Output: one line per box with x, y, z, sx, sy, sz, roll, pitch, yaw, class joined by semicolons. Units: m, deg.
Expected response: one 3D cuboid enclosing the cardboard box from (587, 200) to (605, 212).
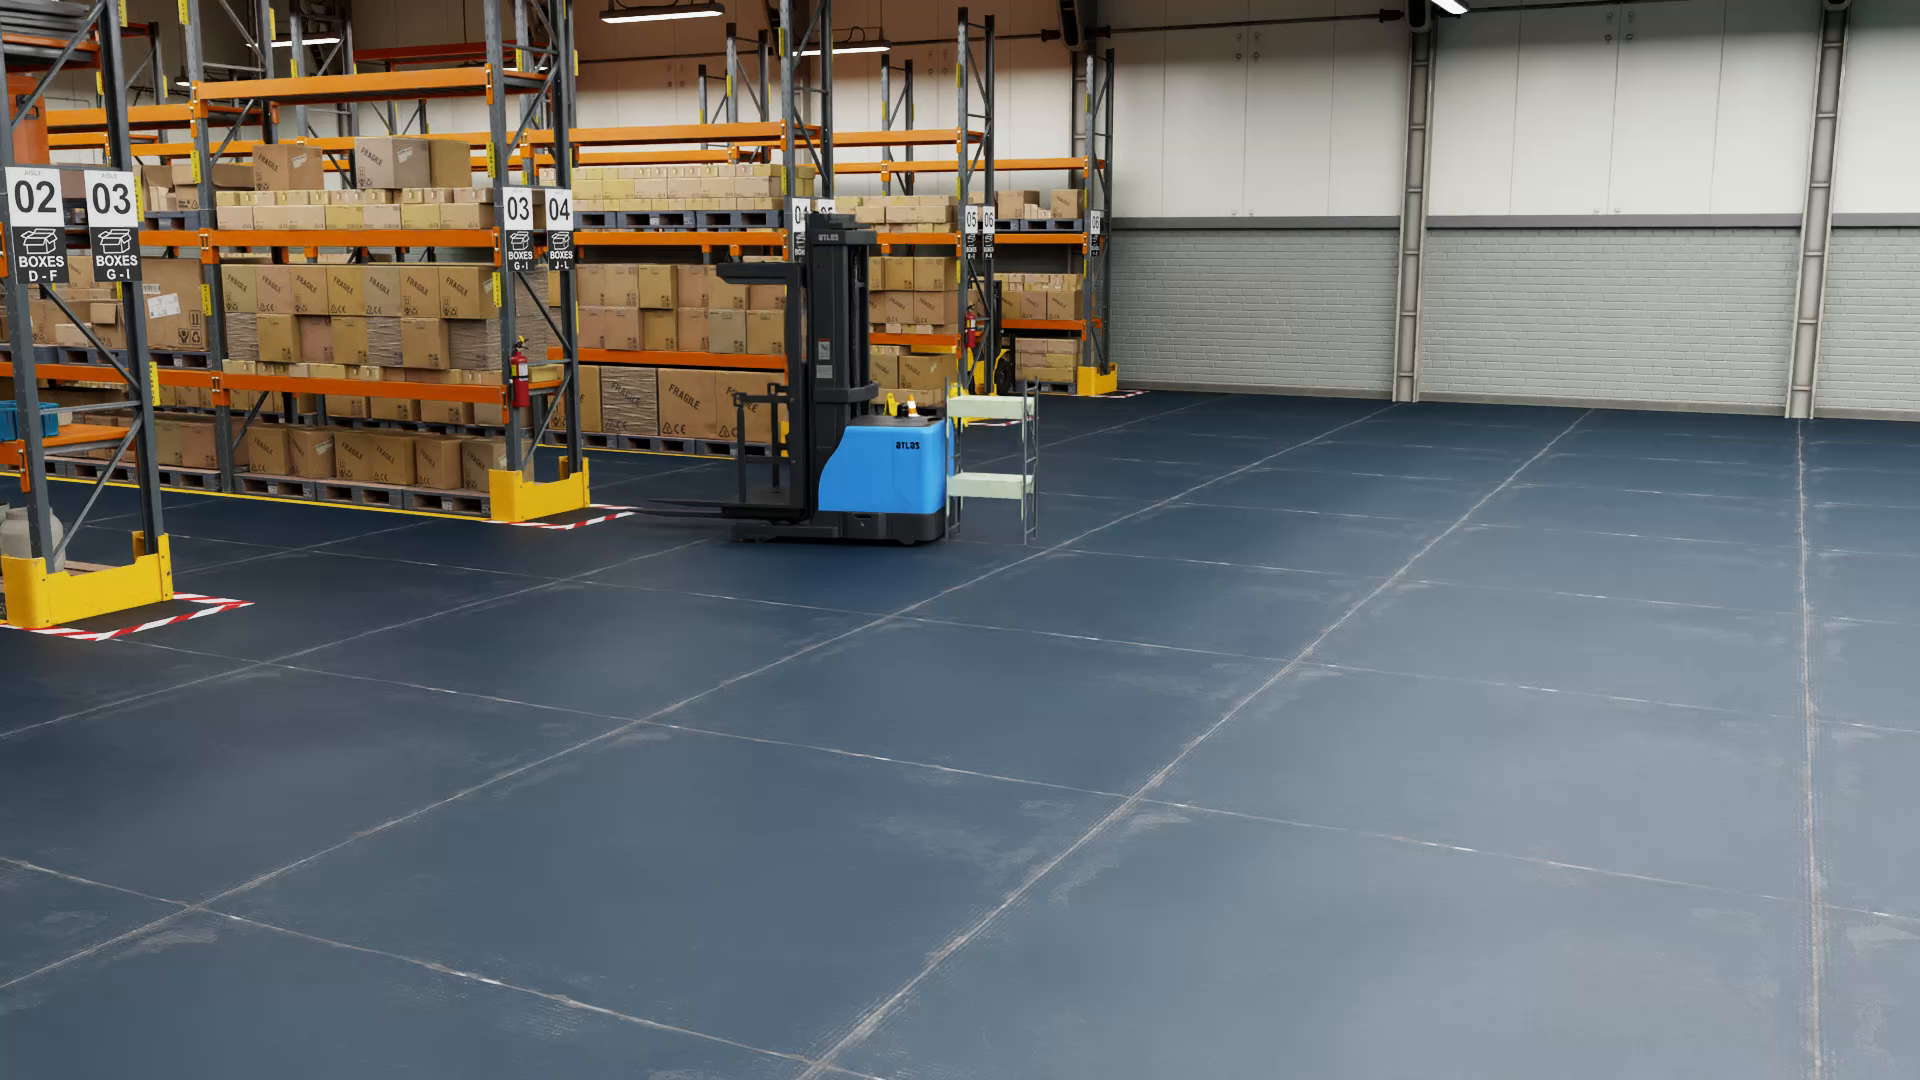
-4.588;-4.308;21.435;0.250;0.149;0.380;5;11;25;cardboard box

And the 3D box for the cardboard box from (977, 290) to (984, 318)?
0.501;-4.286;30.207;0.500;0.500;0.500;5;11;26;cardboard box

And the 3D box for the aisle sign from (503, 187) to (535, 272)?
-4.220;-2.970;15.917;0.004;0.787;0.394;5;11;26;aisle sign

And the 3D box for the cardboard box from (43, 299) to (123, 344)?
-10.270;-2.565;19.522;0.500;0.500;0.700;7;12;34;cardboard box

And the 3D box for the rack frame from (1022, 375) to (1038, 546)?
0.633;-0.718;14.984;0.023;1.500;0.400;3;11;18;rack frame

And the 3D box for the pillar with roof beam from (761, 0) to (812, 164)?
-5.076;-7.055;28.945;0.548;9.000;9.100;5;11;26;pillar with roof beam

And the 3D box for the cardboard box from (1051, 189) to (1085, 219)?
1.931;-5.896;29.222;0.500;0.500;0.500;5;12;28;cardboard box

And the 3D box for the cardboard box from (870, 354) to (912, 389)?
-1.061;-2.611;25.669;0.500;0.500;0.500;6;12;28;cardboard box

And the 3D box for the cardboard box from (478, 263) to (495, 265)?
-7.975;-4.536;28.781;0.500;0.500;0.500;5;12;27;cardboard box

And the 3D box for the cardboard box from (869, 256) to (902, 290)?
-1.266;-4.084;25.449;0.500;0.500;0.700;5;11;25;cardboard box

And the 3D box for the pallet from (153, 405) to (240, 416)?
-11.920;-2.040;25.908;1.213;0.211;1.003;5;11;26;pallet

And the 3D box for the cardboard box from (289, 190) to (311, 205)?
-6.632;-3.500;17.025;0.250;0.149;0.380;5;11;25;cardboard box

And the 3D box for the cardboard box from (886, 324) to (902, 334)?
-0.929;-3.239;25.410;0.250;0.149;0.380;5;12;27;cardboard box

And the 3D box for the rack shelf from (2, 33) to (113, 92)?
-8.128;-3.511;12.506;4.000;0.370;1.077;5;11;26;rack shelf

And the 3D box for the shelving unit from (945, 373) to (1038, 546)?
0.285;-0.738;15.096;0.755;1.500;0.431;3;11;18;shelving unit

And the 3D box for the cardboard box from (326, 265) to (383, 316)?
-6.088;-2.554;16.995;0.500;0.500;0.500;5;11;26;cardboard box

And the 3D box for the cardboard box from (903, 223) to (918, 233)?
-0.662;-4.703;25.074;0.250;0.149;0.380;5;12;28;cardboard box

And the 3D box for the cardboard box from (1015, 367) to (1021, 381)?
0.988;-3.041;30.151;0.500;0.250;0.500;5;11;26;cardboard box

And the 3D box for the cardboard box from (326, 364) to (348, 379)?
-6.319;-1.754;17.204;0.250;0.149;0.380;5;11;26;cardboard box

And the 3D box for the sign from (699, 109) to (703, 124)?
-4.970;-8.113;31.943;0.005;0.325;0.100;5;11;26;sign

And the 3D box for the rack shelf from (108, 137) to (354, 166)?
-10.825;-5.717;24.692;4.000;0.370;1.077;5;11;26;rack shelf

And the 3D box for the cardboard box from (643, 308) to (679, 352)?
-3.653;-2.763;21.650;0.500;0.550;0.875;5;11;26;cardboard box

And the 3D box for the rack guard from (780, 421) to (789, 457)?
-1.836;-1.296;20.985;0.348;0.500;1.175;5;11;26;rack guard

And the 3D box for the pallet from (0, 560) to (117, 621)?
-7.149;0.356;12.668;1.213;0.211;1.003;5;11;26;pallet

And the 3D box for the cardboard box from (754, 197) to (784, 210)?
-2.305;-4.108;20.328;0.250;0.149;0.380;5;11;26;cardboard box

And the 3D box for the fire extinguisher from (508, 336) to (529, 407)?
-4.244;-1.623;15.991;0.183;0.674;0.296;5;11;26;fire extinguisher

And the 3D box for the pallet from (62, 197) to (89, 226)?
-7.033;-2.416;12.266;1.213;0.211;1.003;5;11;26;pallet

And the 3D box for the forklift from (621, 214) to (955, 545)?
-1.615;-1.507;15.328;3.031;2.935;1.130;2;10;11;forklift

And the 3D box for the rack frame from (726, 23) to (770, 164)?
-3.345;-6.593;26.393;0.127;3.000;1.000;5;11;26;rack frame

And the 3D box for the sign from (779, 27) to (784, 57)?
-2.110;-5.893;19.676;0.005;0.325;0.100;5;11;26;sign

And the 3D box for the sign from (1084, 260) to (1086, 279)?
2.183;-4.720;28.970;0.005;0.325;0.100;5;11;26;sign

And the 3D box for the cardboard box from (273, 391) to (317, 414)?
-9.737;-2.145;24.497;0.500;0.500;0.500;5;11;26;cardboard box

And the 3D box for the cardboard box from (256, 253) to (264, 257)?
-12.959;-5.297;31.165;0.250;0.149;0.380;5;11;26;cardboard box

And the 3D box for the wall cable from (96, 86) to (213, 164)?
-17.730;-8.522;36.946;0.133;3.039;2.988;5;11;26;wall cable

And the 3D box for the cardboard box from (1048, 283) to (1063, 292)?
1.758;-4.485;29.489;0.250;0.149;0.380;5;12;27;cardboard box

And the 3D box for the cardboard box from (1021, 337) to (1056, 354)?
1.424;-3.491;29.828;0.500;0.250;0.500;5;12;27;cardboard box

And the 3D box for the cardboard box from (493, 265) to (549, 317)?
-4.515;-2.518;16.796;0.500;0.500;0.500;5;11;26;cardboard box

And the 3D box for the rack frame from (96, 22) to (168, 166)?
-12.619;-6.425;25.464;0.127;3.000;1.000;5;11;26;rack frame

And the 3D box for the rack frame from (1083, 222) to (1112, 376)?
2.435;-4.119;29.567;0.127;3.000;1.000;5;11;26;rack frame

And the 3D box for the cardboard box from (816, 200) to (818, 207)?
-2.014;-5.215;25.667;0.250;0.149;0.380;5;11;25;cardboard box

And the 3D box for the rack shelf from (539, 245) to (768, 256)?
-5.138;-4.921;27.595;4.000;0.370;1.077;5;11;26;rack shelf

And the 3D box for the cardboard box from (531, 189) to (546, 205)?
-4.287;-3.400;16.475;0.250;0.149;0.380;5;11;25;cardboard box

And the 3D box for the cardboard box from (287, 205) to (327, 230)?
-6.522;-3.303;17.054;0.500;0.250;0.500;5;11;24;cardboard box

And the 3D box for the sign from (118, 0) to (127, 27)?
-6.087;-3.889;12.037;0.005;0.325;0.100;5;11;26;sign

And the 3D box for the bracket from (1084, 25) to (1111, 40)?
2.425;-8.952;29.317;0.430;0.232;0.235;5;11;26;bracket

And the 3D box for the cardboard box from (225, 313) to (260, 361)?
-7.353;-2.209;17.896;0.500;0.500;0.875;5;11;26;cardboard box

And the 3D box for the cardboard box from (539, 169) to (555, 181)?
-5.268;-4.760;21.694;0.250;0.149;0.380;5;11;26;cardboard box

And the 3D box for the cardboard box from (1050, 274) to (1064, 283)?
1.786;-4.643;29.524;0.250;0.149;0.380;5;11;26;cardboard box

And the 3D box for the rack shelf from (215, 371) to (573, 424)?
-5.936;-1.547;17.375;4.000;0.370;1.077;5;11;26;rack shelf

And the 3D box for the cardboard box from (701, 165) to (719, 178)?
-2.995;-4.561;20.591;0.250;0.149;0.380;5;12;27;cardboard box

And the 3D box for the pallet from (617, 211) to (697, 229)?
-3.625;-4.113;21.358;1.213;0.211;1.003;5;11;26;pallet

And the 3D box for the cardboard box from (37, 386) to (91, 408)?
-10.703;-1.681;19.775;0.500;0.250;0.500;6;12;28;cardboard box

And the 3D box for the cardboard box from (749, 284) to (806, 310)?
-2.173;-3.168;20.859;0.550;0.550;0.875;5;11;26;cardboard box
